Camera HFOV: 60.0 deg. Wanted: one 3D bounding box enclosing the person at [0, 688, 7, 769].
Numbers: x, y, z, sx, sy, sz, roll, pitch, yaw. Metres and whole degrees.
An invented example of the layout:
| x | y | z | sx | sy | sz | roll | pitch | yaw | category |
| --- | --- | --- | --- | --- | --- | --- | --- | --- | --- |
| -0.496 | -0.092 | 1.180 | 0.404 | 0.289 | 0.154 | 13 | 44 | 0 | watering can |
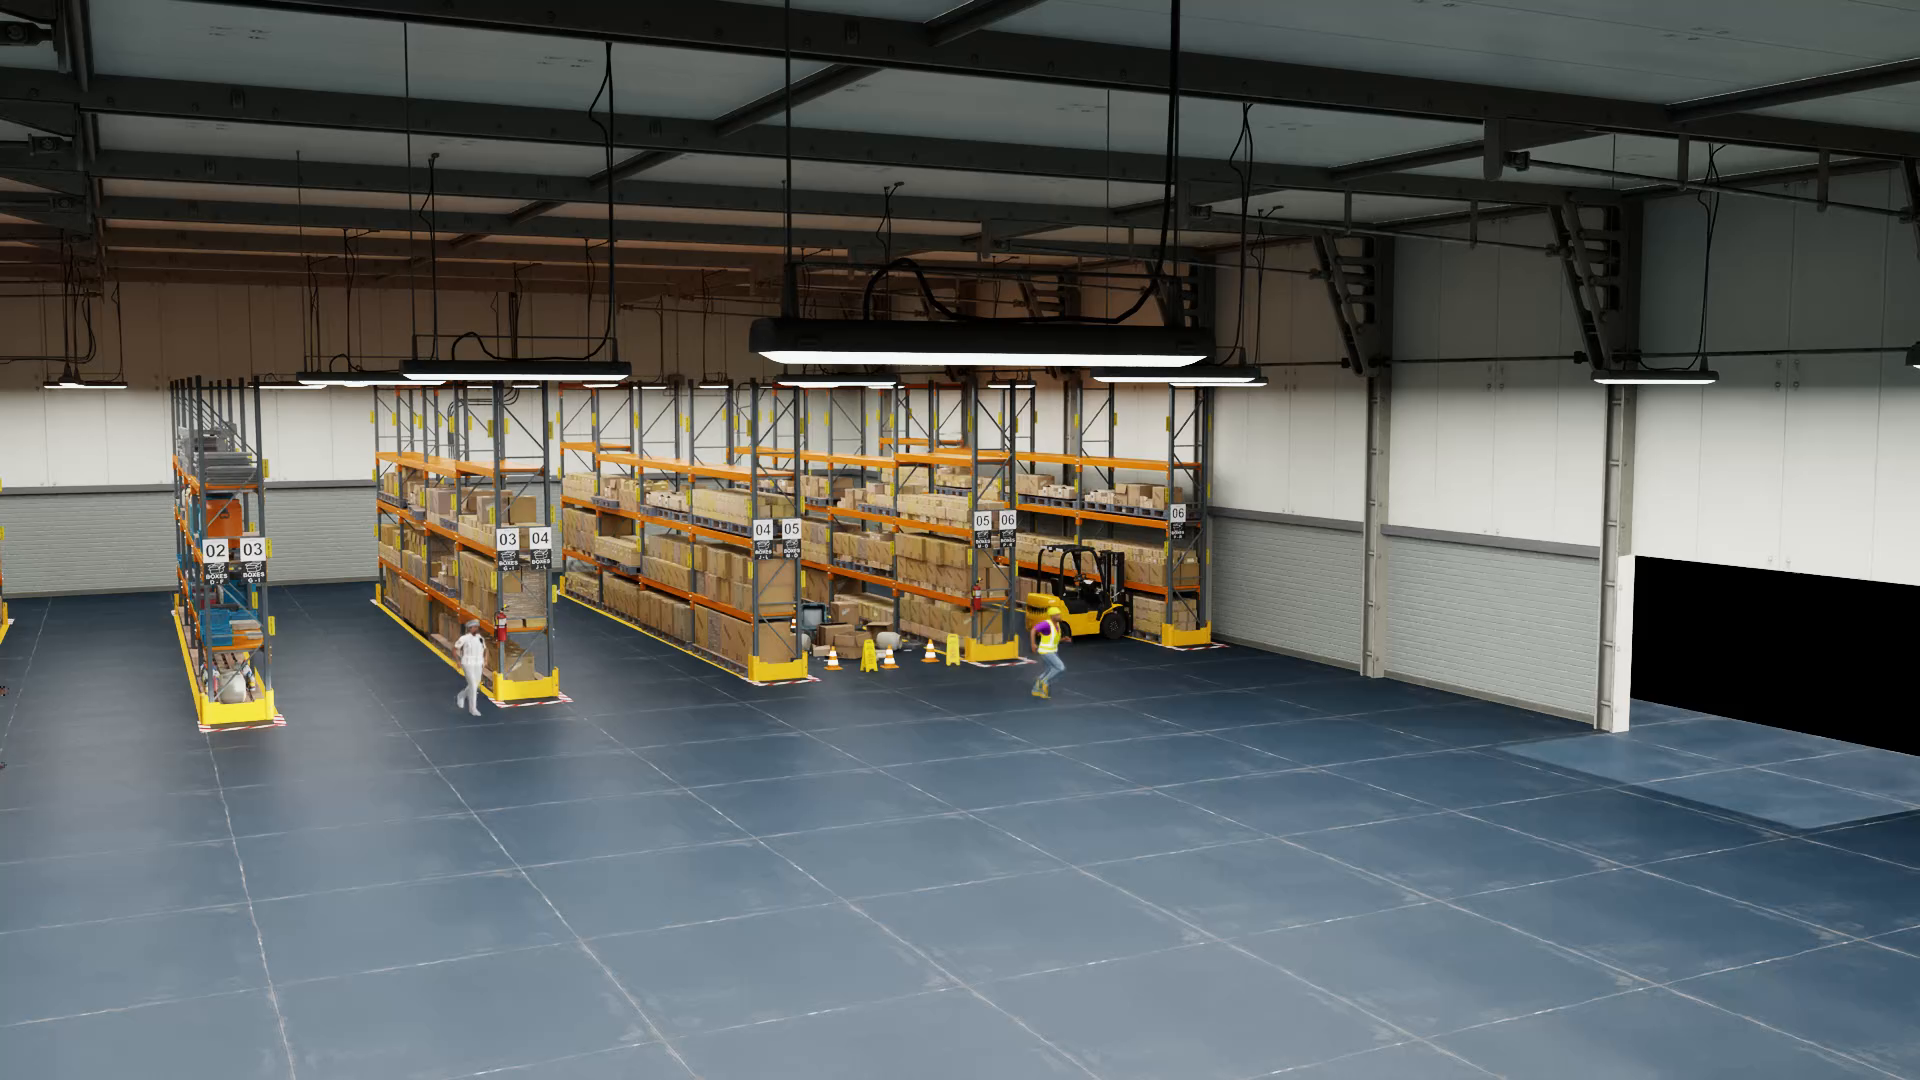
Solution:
| x | y | z | sx | sy | sz | roll | pitch | yaw | category |
| --- | --- | --- | --- | --- | --- | --- | --- | --- | --- |
| -14.914 | 2.648 | 25.380 | 0.759 | 1.709 | 0.580 | 0 | 5 | 0 | person |

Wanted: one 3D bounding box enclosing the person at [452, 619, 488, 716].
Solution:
| x | y | z | sx | sy | sz | roll | pitch | yaw | category |
| --- | --- | --- | --- | --- | --- | --- | --- | --- | --- |
| -8.724 | 2.259 | 29.773 | 0.739 | 1.683 | 0.622 | 5 | 7 | 42 | person |

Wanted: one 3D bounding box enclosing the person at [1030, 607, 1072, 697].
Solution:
| x | y | z | sx | sy | sz | roll | pitch | yaw | category |
| --- | --- | --- | --- | --- | --- | --- | --- | --- | --- |
| 1.696 | 2.097 | 30.966 | 0.745 | 1.707 | 0.744 | 3 | 6 | 26 | person |

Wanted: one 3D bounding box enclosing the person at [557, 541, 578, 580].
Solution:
| x | y | z | sx | sy | sz | roll | pitch | yaw | category |
| --- | --- | --- | --- | --- | --- | --- | --- | --- | --- |
| -11.439 | 0.555 | 48.879 | 0.555 | 1.630 | 0.897 | 4 | 6 | 38 | person |
